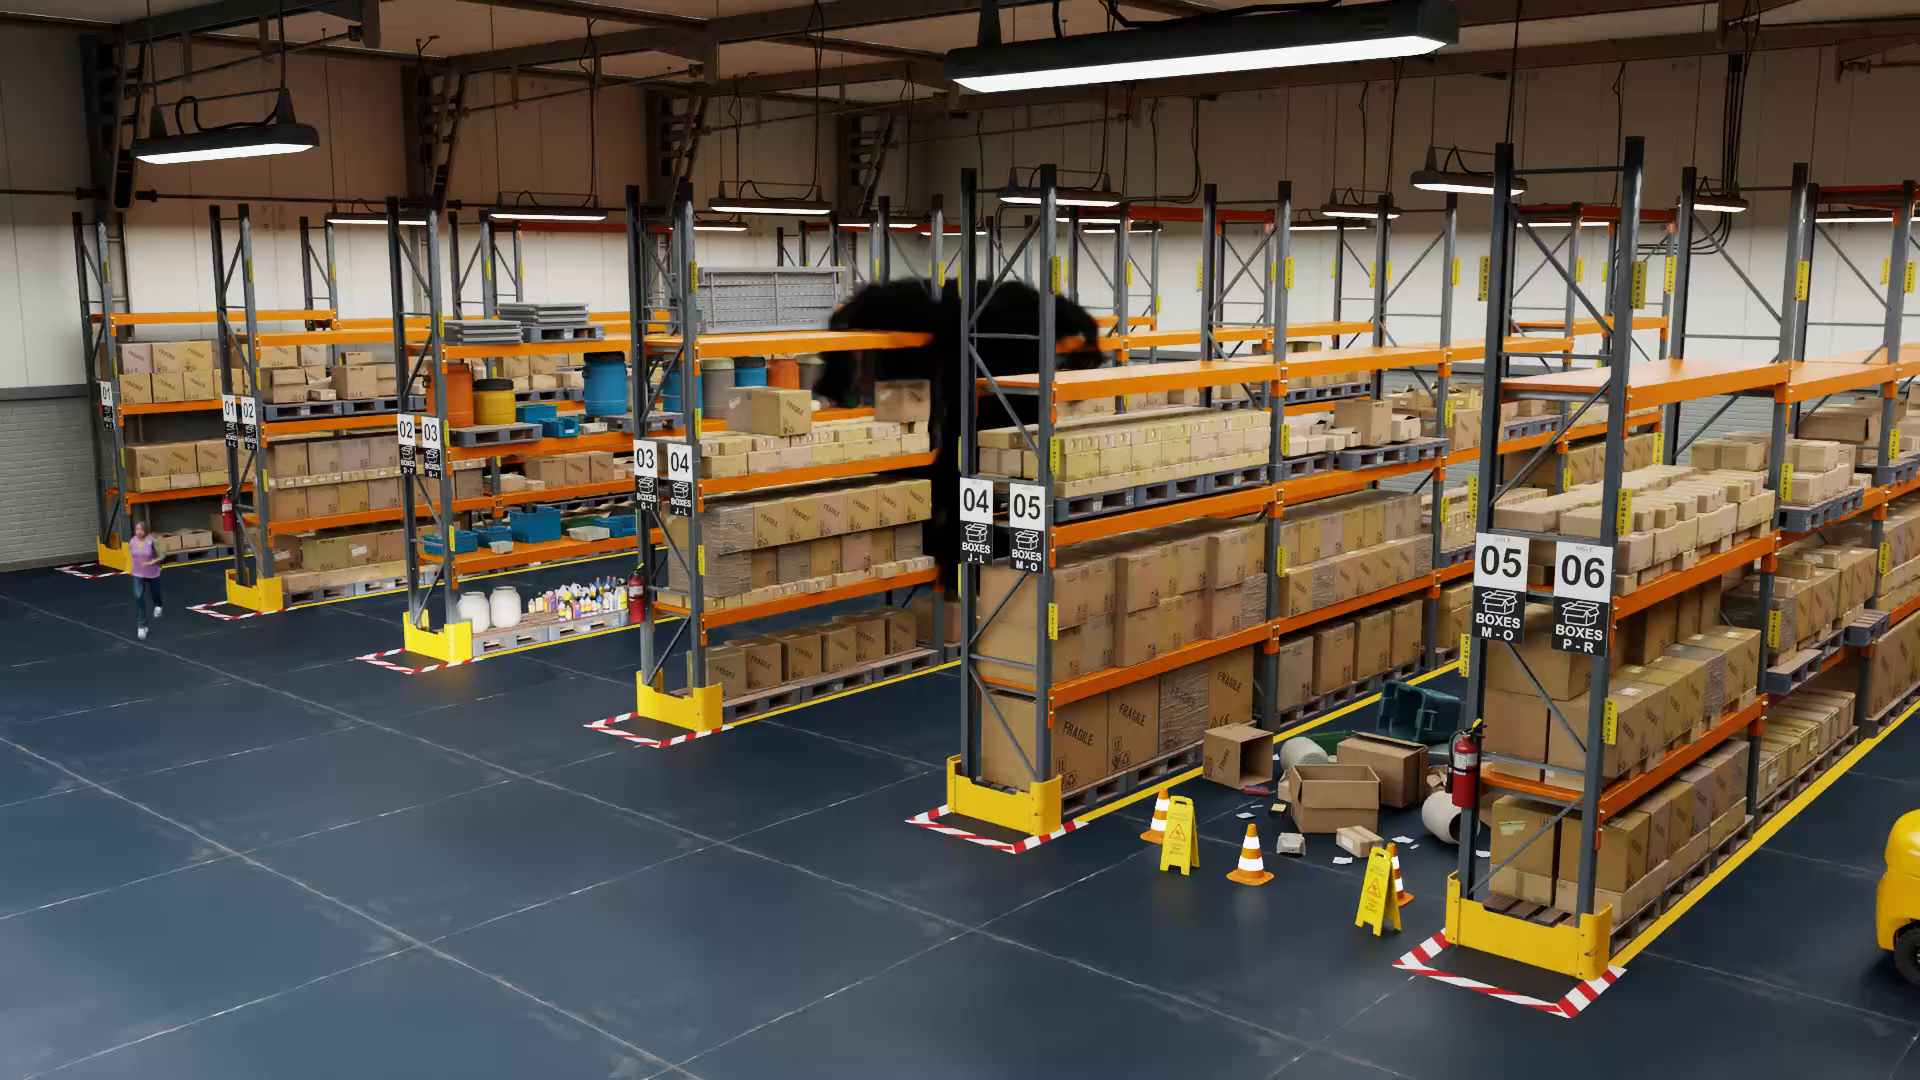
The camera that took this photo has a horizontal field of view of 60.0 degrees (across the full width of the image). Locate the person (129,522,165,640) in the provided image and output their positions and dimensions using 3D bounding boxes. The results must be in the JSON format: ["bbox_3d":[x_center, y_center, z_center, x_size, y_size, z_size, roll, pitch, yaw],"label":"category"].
[{"bbox_3d":[-11.417,0.521,23.393,0.495,1.606,1.036,-3,10,-18],"label":"person"}]

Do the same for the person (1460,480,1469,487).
[{"bbox_3d":[8.379,-0.196,27.607,0.667,1.604,0.508,-9,13,-44],"label":"person"}]
